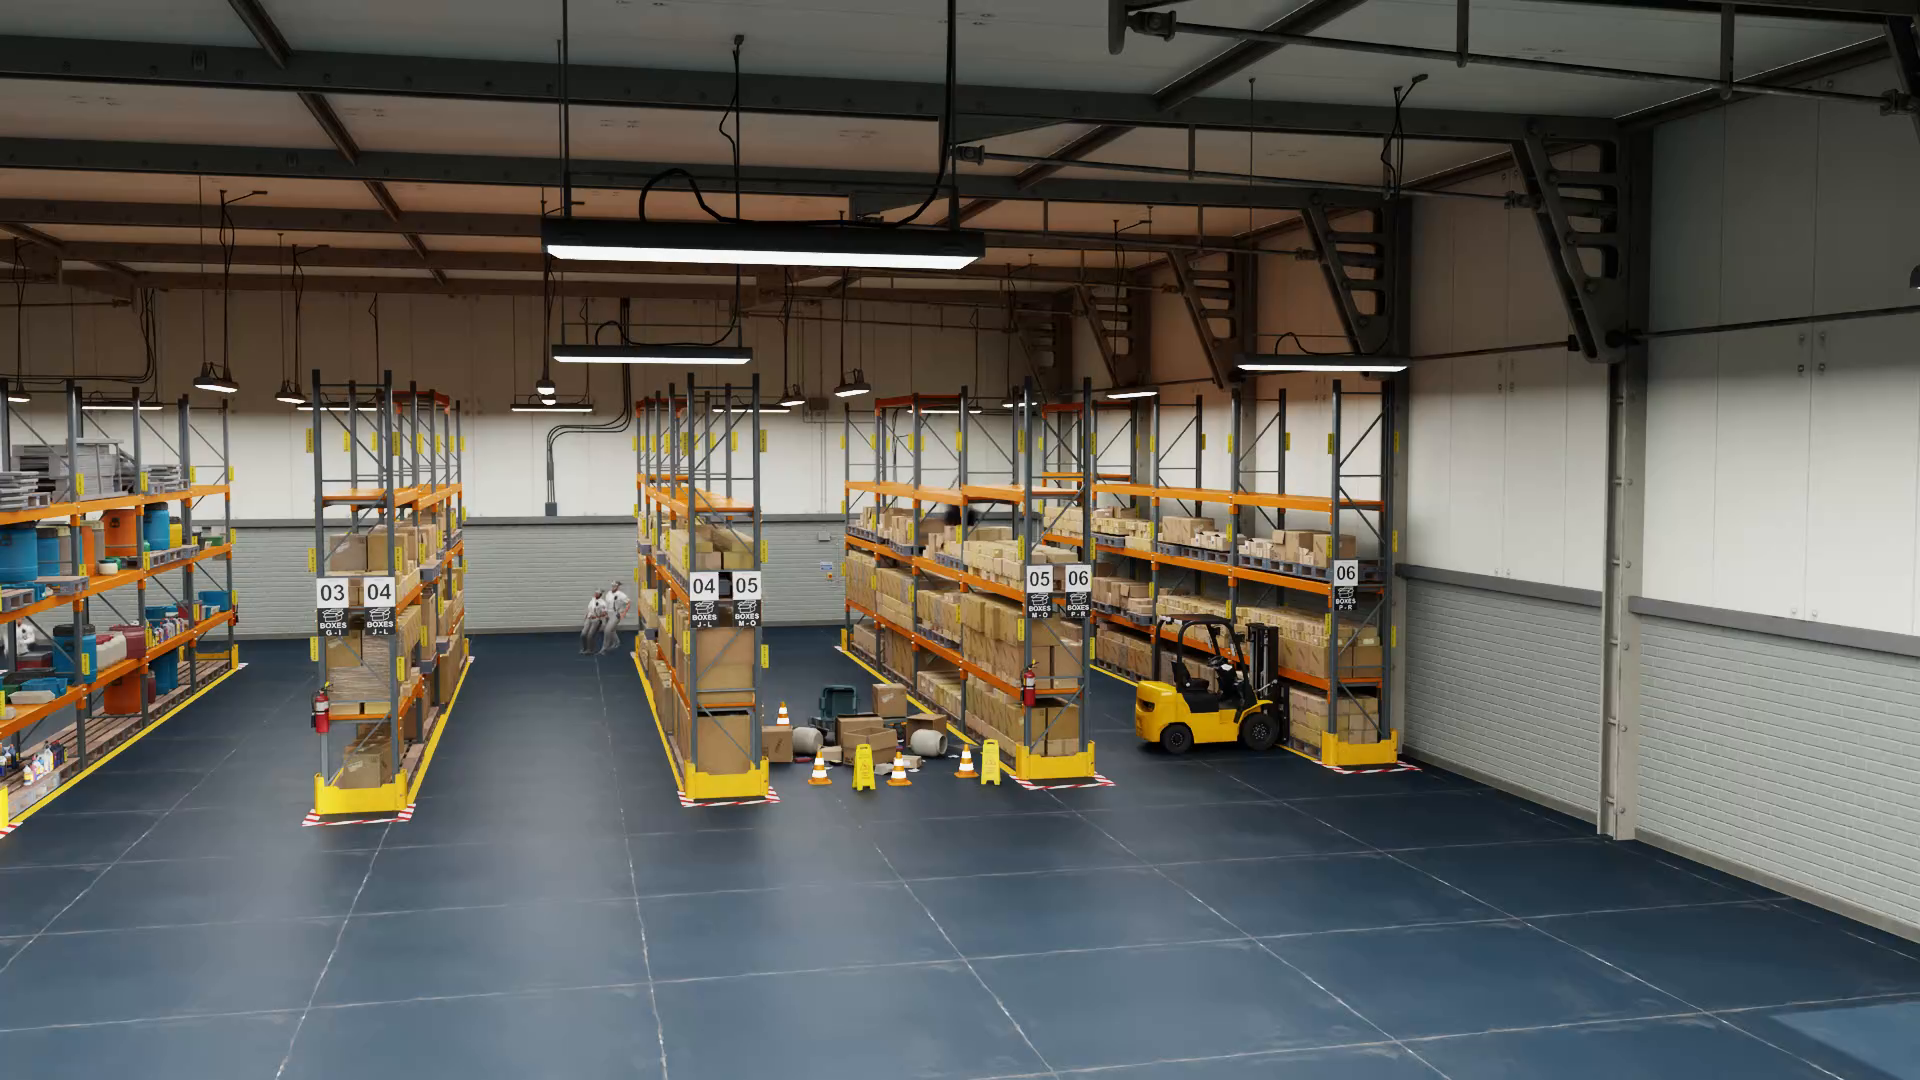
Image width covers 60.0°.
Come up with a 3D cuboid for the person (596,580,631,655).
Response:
[{"bbox_3d":[-8.281,1.846,39.664,0.739,1.806,0.841,2,4,37],"label":"person"}]

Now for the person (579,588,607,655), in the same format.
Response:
[{"bbox_3d":[-8.712,1.915,39.419,0.762,1.592,0.496,2,4,25],"label":"person"}]

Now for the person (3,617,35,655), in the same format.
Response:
[{"bbox_3d":[-18.593,2.265,32.871,0.573,1.738,0.798,-2,4,-25],"label":"person"}]
